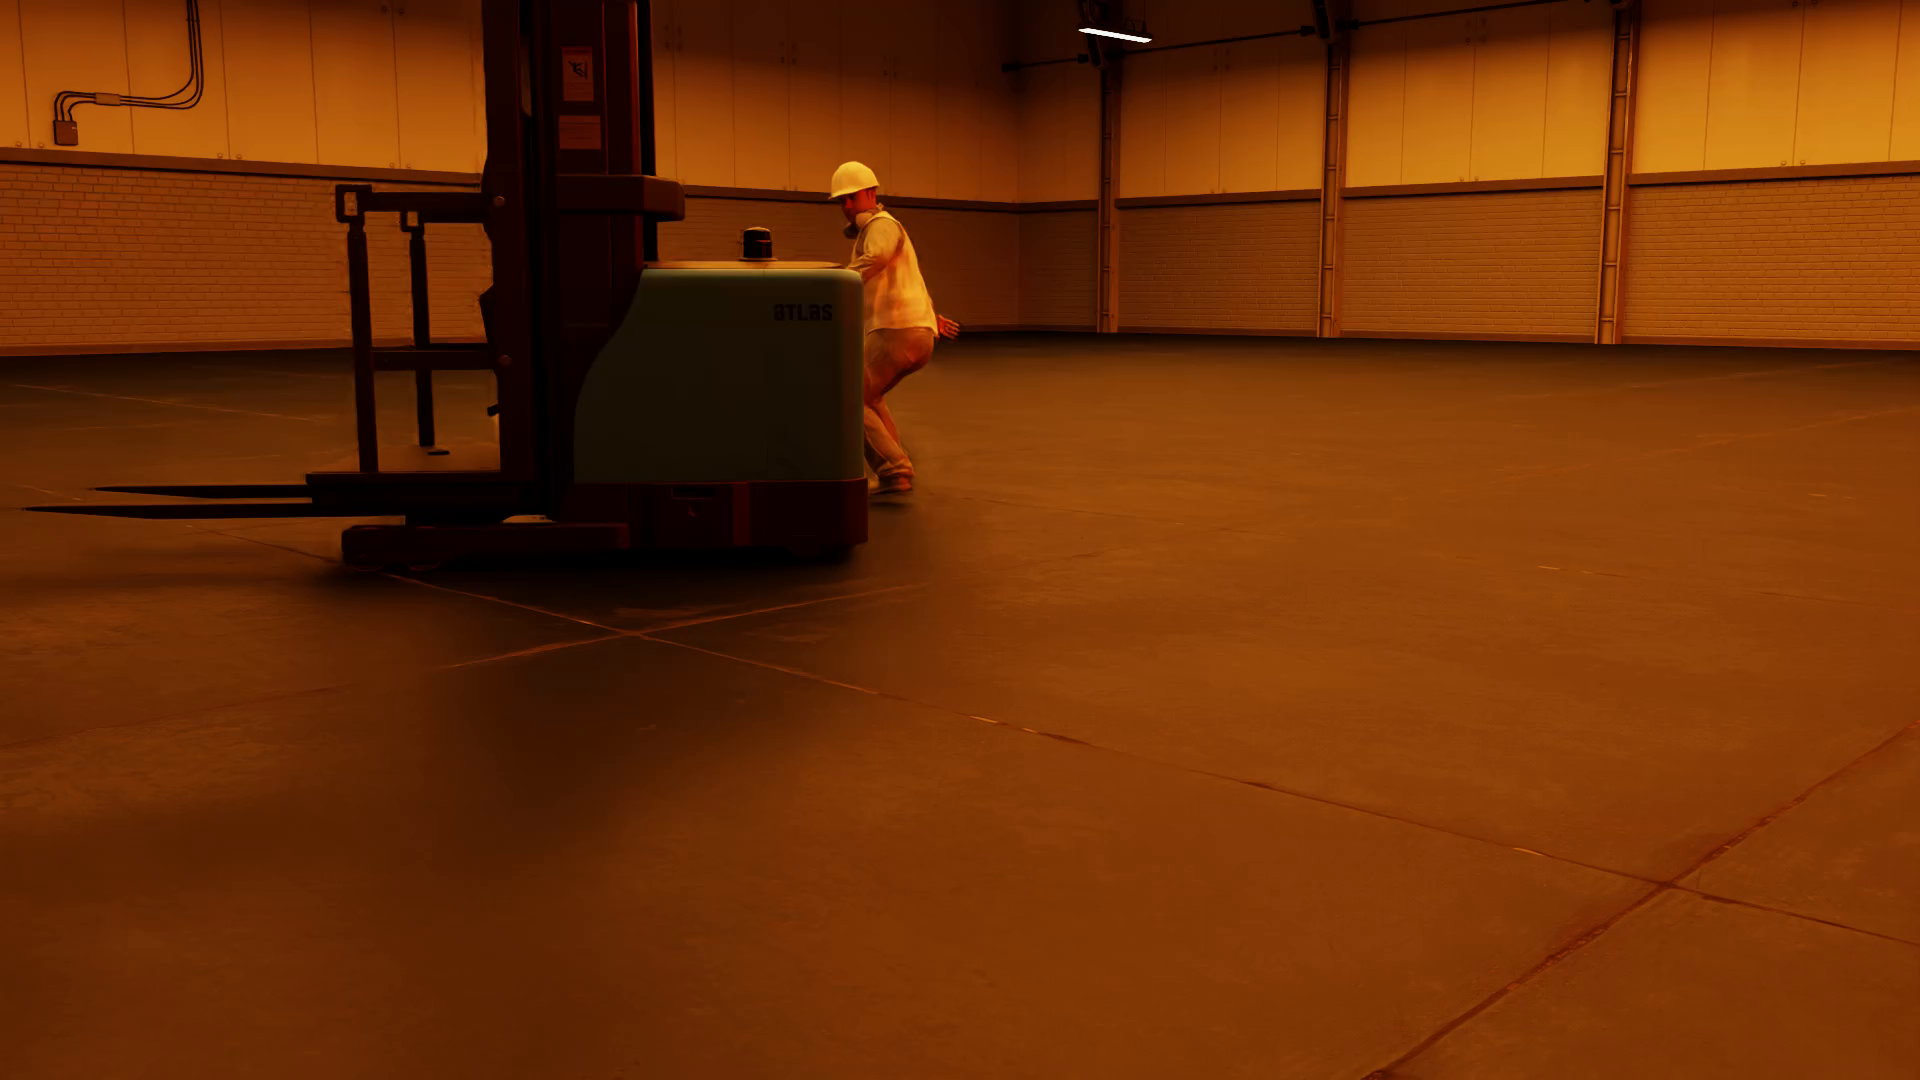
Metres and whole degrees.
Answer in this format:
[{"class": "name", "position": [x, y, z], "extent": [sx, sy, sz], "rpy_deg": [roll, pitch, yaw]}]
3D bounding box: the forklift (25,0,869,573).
[{"class": "forklift", "position": [-1.894, -1.416, 6.276], "extent": [3.031, 2.935, 1.130], "rpy_deg": [-1, 9, -6]}]

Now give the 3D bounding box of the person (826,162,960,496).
[{"class": "person", "position": [-0.369, -0.975, 8.153], "extent": [0.572, 1.718, 1.023], "rpy_deg": [2, 9, 11]}]
